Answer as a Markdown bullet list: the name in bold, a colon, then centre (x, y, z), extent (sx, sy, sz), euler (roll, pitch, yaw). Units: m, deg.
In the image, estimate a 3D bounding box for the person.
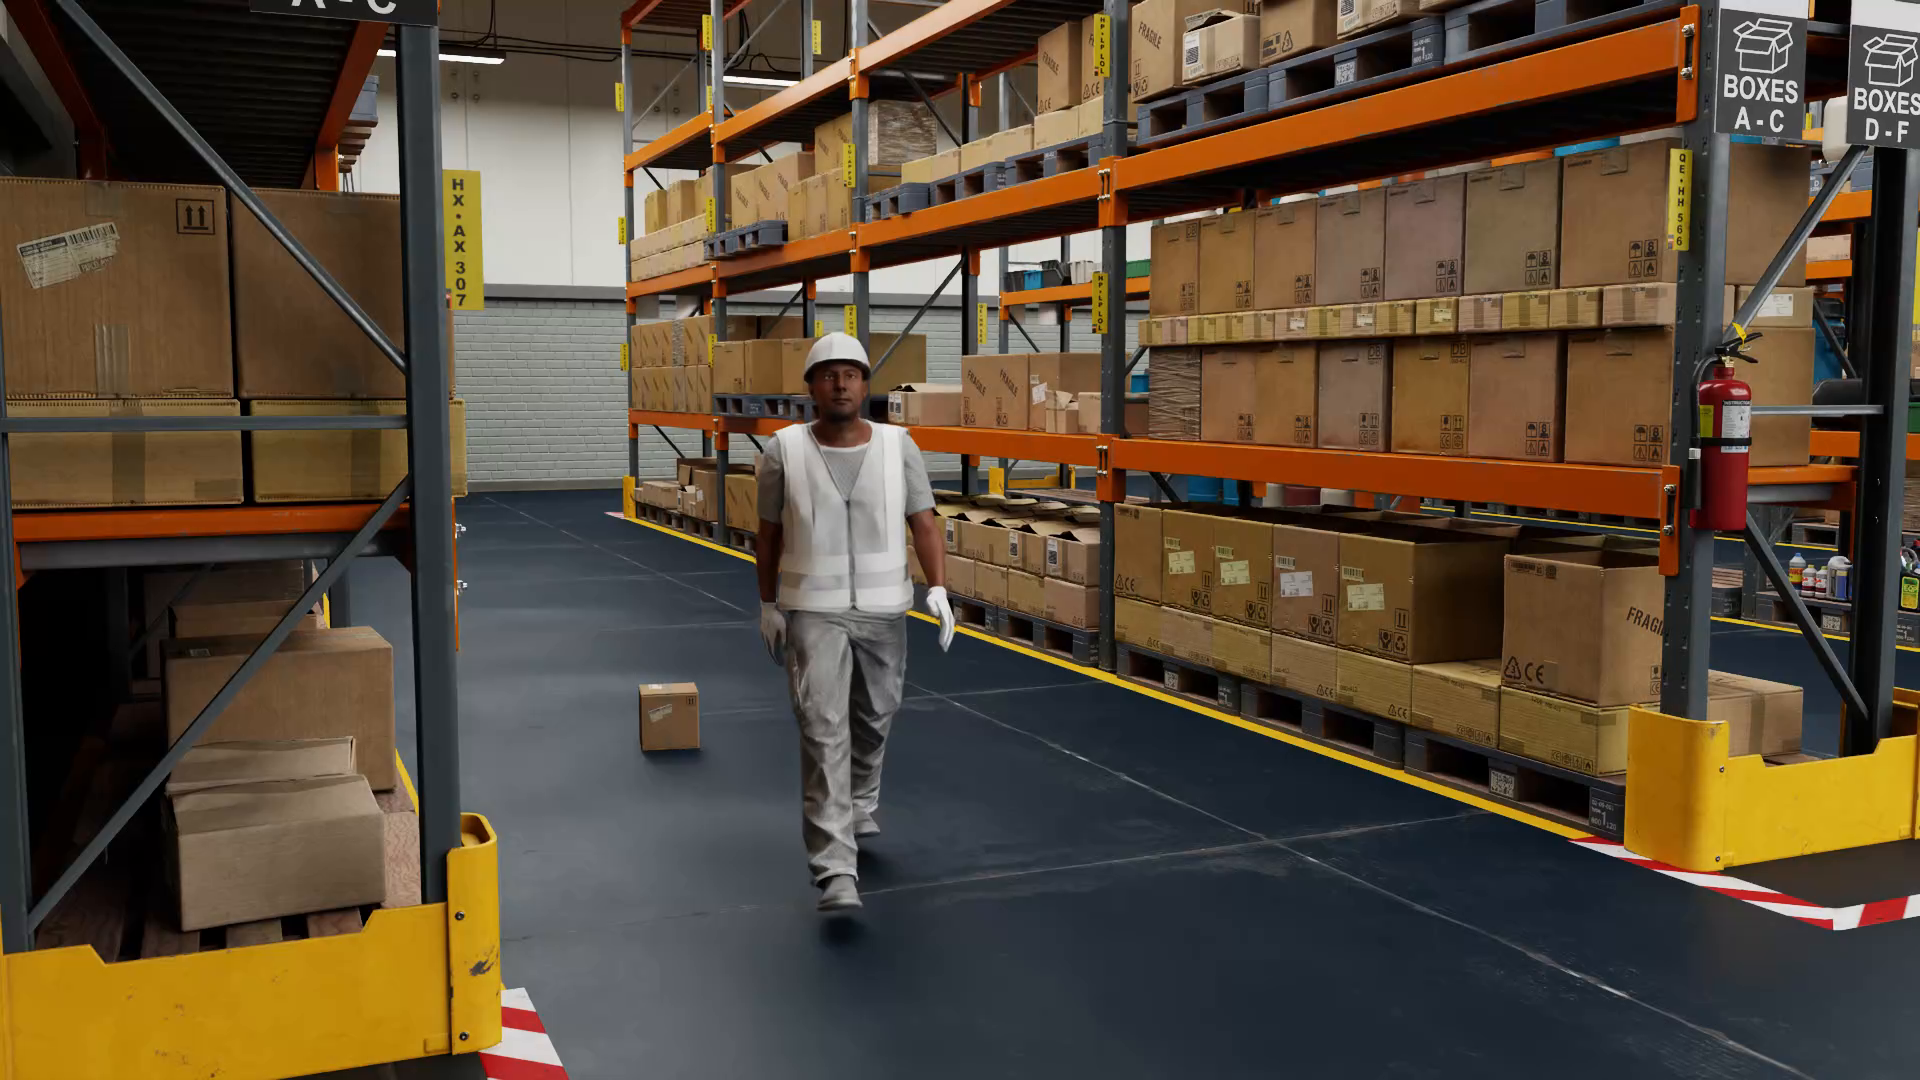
- **person**: centre (-0.336, 0.221, 5.219), extent (0.566, 1.738, 1.077), euler (-1, 5, -14)
